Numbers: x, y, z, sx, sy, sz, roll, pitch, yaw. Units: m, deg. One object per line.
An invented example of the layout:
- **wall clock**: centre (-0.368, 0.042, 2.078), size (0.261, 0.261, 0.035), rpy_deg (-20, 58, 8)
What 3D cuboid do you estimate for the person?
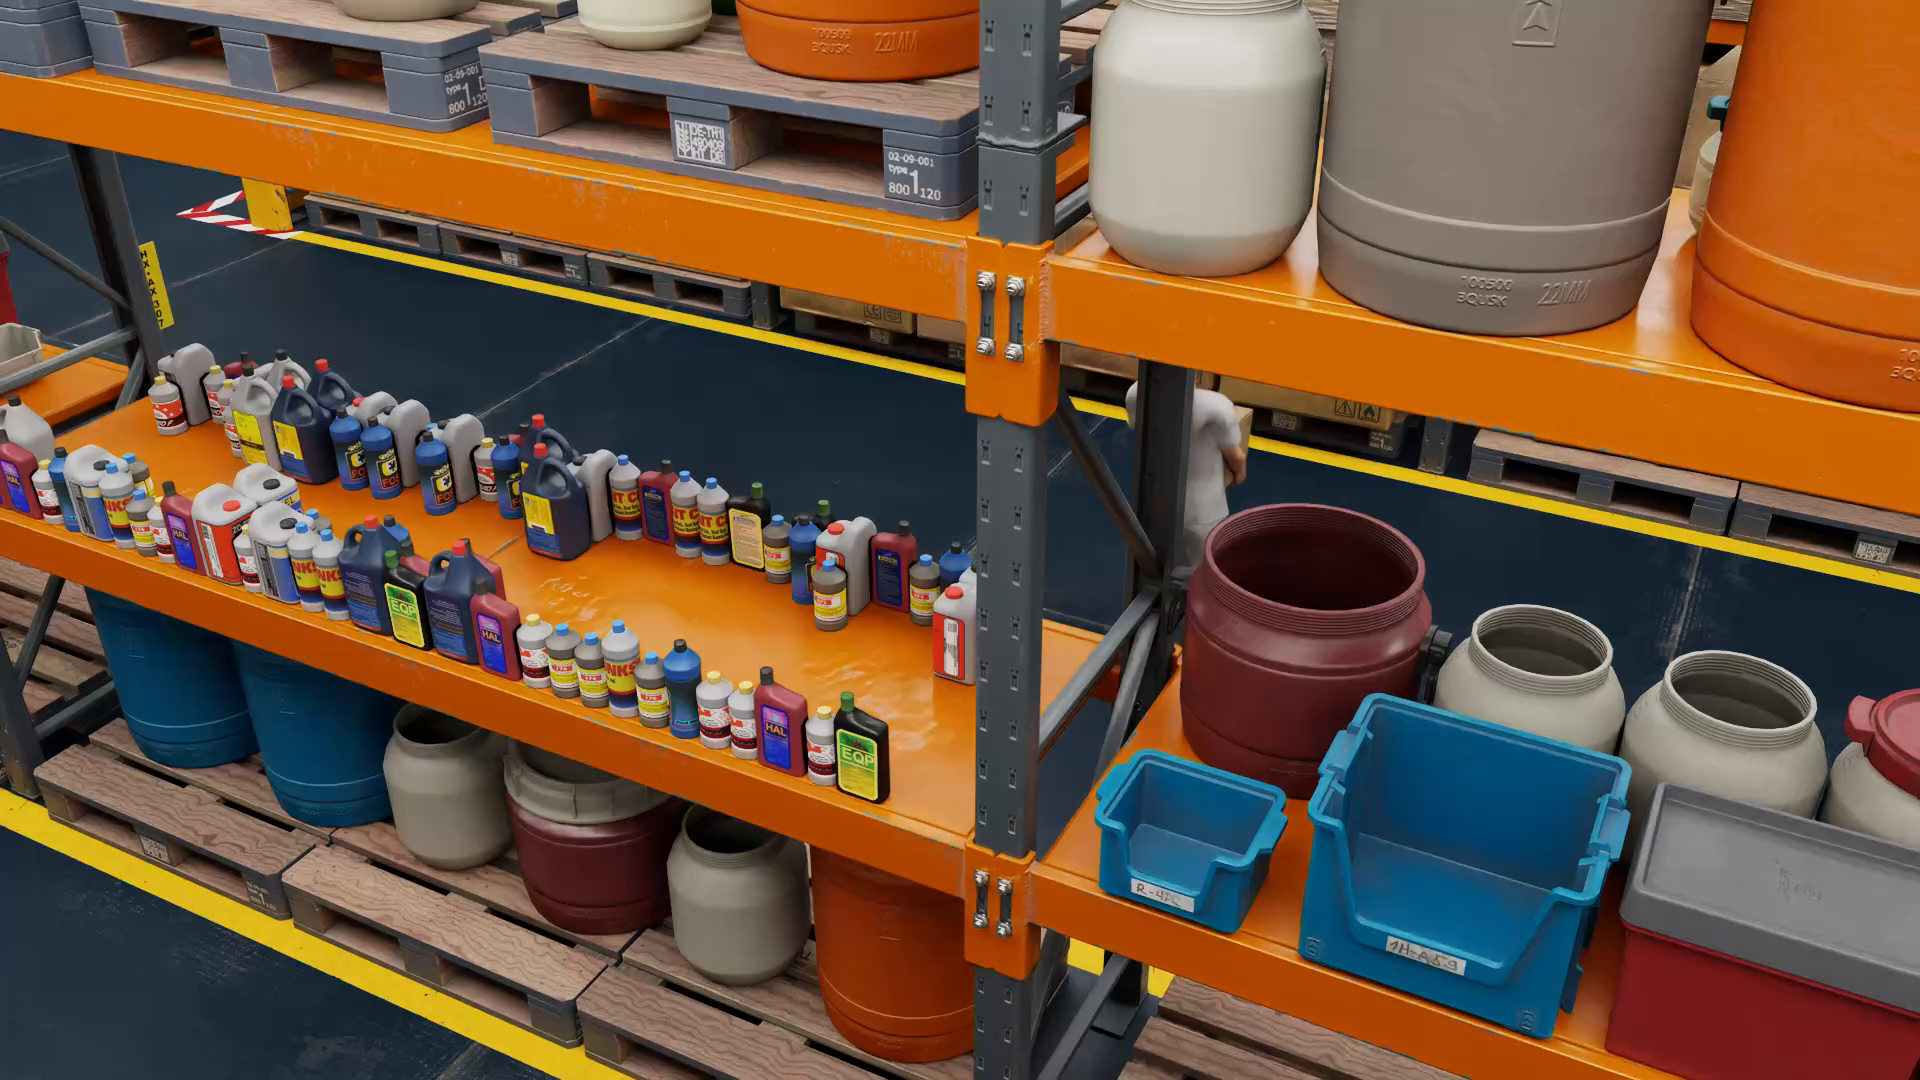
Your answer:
- **person**: centre (0.856, -0.111, 6.373), size (0.437, 1.623, 0.554), rpy_deg (15, 33, 24)
